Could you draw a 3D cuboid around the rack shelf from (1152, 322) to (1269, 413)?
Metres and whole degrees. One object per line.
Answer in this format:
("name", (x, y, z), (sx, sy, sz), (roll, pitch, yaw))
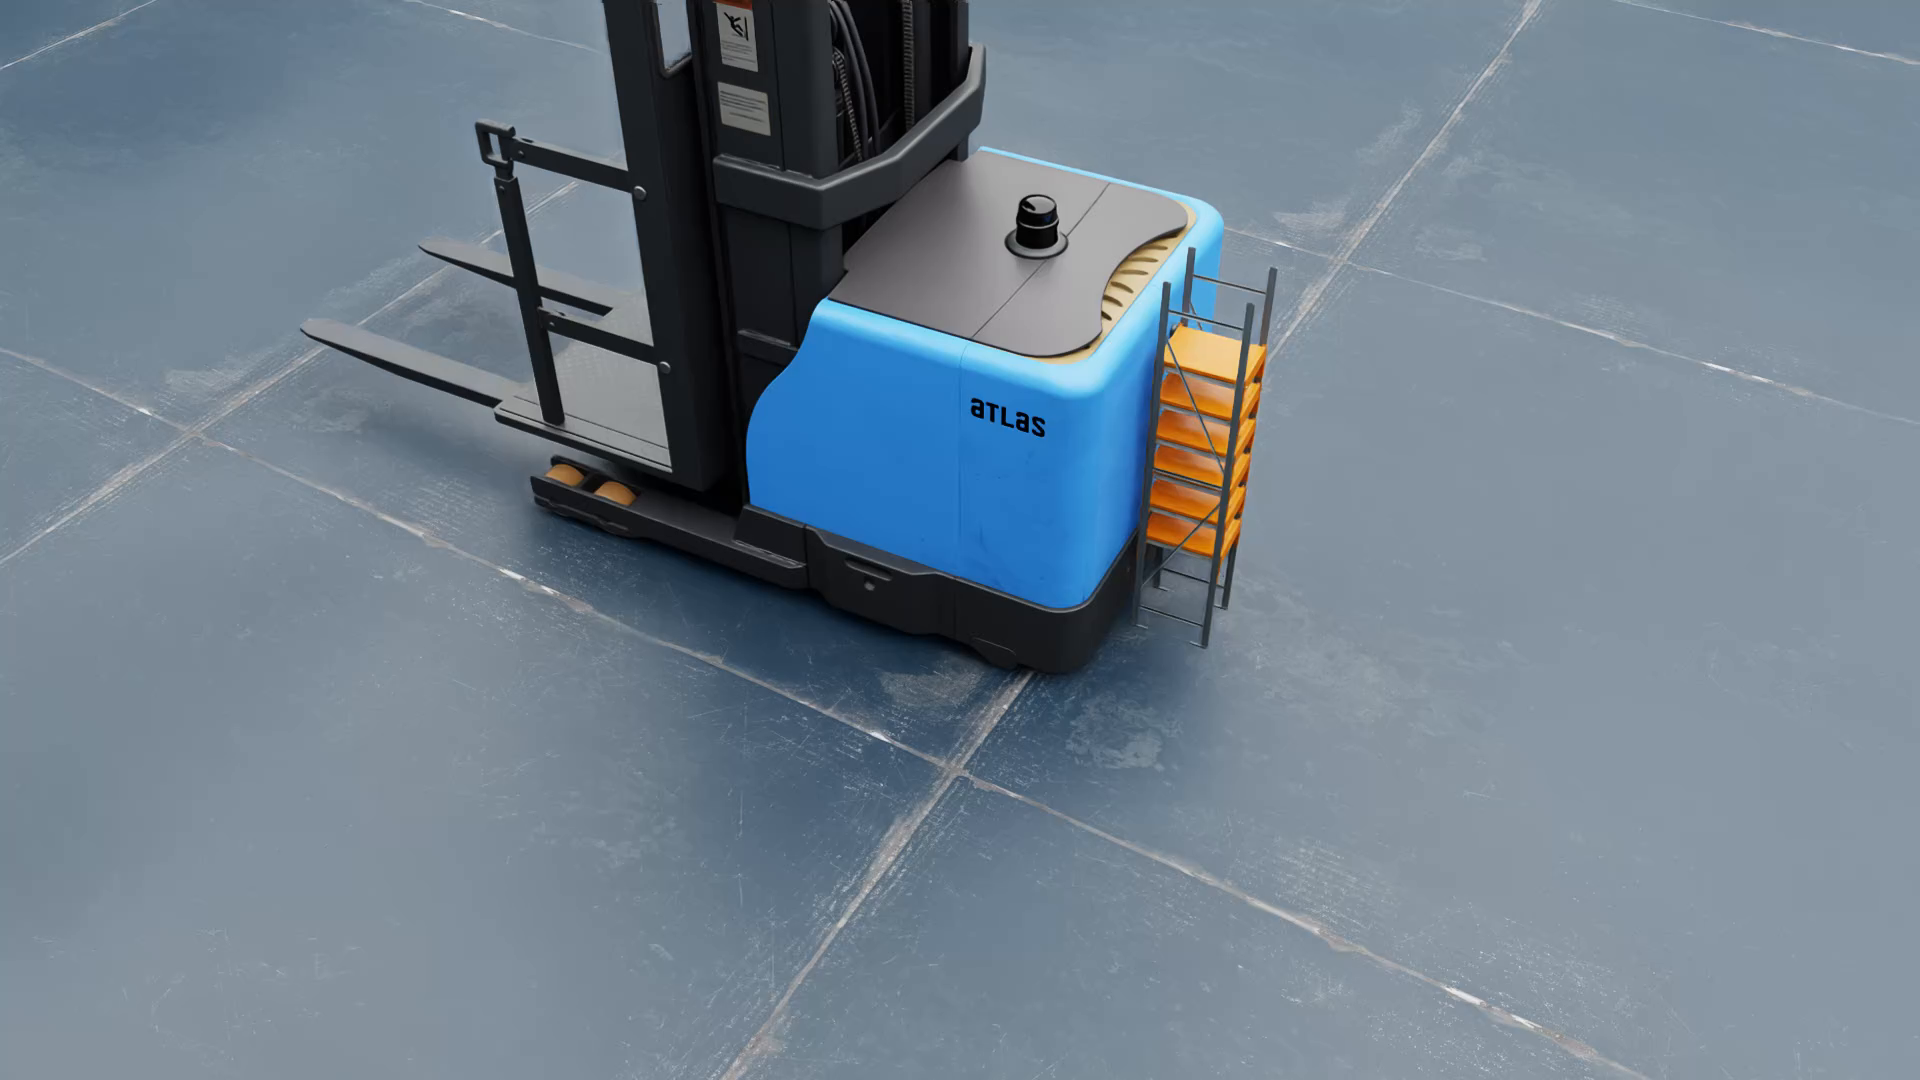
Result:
("rack shelf", (0.658, -0.456, 4.382), (0.258, 0.103, 0.180), (18, 44, 19))

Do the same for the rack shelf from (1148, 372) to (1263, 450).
("rack shelf", (0.658, -0.366, 4.462), (0.258, 0.103, 0.180), (18, 44, 19))

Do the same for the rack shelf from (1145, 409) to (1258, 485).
("rack shelf", (0.658, -0.276, 4.541), (0.258, 0.103, 0.180), (18, 44, 19))

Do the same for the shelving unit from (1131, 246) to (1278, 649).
("shelving unit", (0.658, -0.219, 4.591), (0.258, 1.200, 0.189), (18, 44, 19))

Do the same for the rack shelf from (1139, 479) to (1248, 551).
("rack shelf", (0.658, -0.096, 4.700), (0.258, 0.103, 0.180), (18, 44, 19))

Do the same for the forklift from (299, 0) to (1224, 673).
("forklift", (-0.787, -1.408, 4.631), (3.031, 2.935, 1.130), (19, 45, 20))

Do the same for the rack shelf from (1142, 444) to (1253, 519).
("rack shelf", (0.658, -0.186, 4.620), (0.258, 0.103, 0.180), (18, 44, 19))

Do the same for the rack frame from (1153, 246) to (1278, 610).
("rack frame", (0.698, -0.274, 4.653), (0.240, 1.200, 0.006), (18, 44, 19))

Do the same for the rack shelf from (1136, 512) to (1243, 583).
("rack shelf", (0.658, -0.006, 4.779), (0.258, 0.103, 0.180), (18, 44, 19))

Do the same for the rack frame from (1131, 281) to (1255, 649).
("rack frame", (0.619, -0.165, 4.529), (0.240, 1.200, 0.006), (18, 44, 19))
